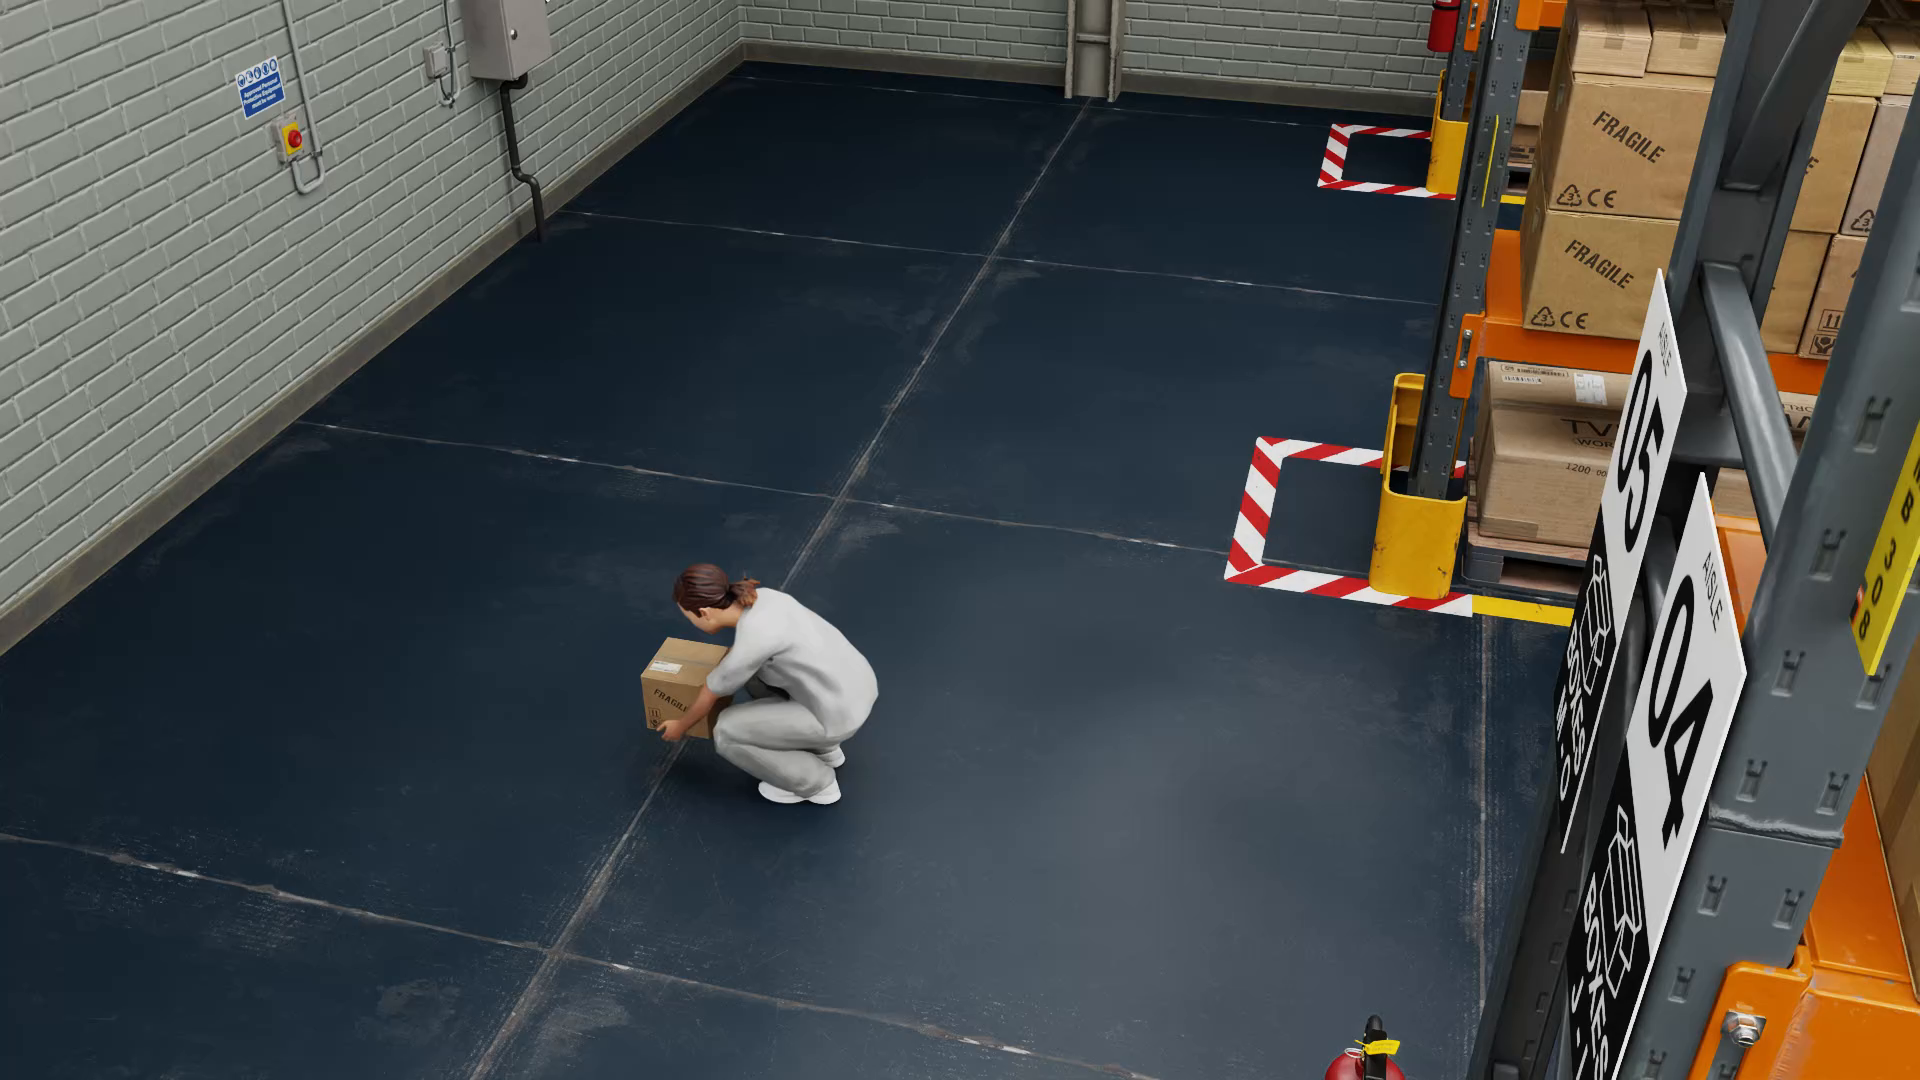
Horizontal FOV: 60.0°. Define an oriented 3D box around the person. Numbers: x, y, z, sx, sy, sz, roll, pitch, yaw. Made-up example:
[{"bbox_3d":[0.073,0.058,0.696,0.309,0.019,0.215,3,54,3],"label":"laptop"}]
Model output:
[{"bbox_3d":[-0.707,0.489,6.074,0.806,0.936,0.479,8,34,12],"label":"person"}]
